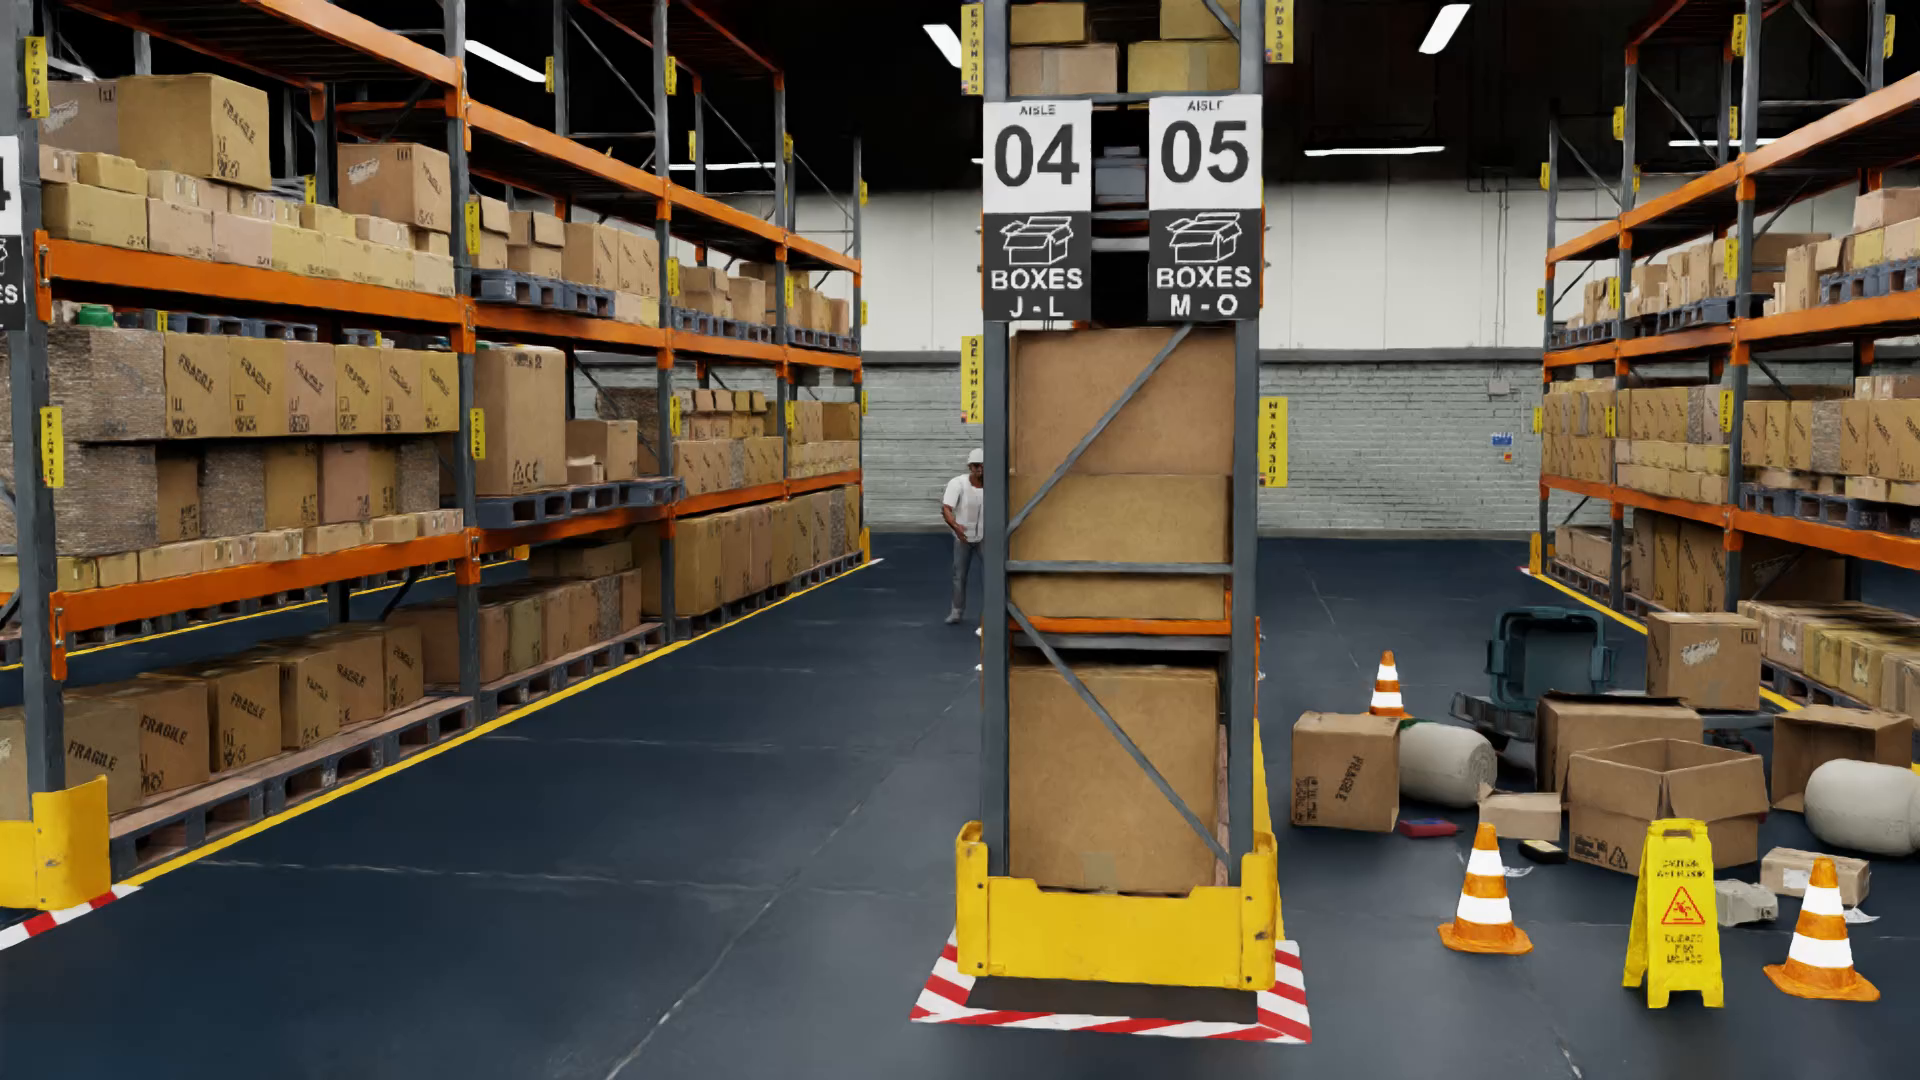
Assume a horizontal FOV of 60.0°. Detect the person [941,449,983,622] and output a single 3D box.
[{"bbox_3d":[0.156,-0.032,16.076,0.701,1.705,0.789,-1,4,-9],"label":"person"}]
